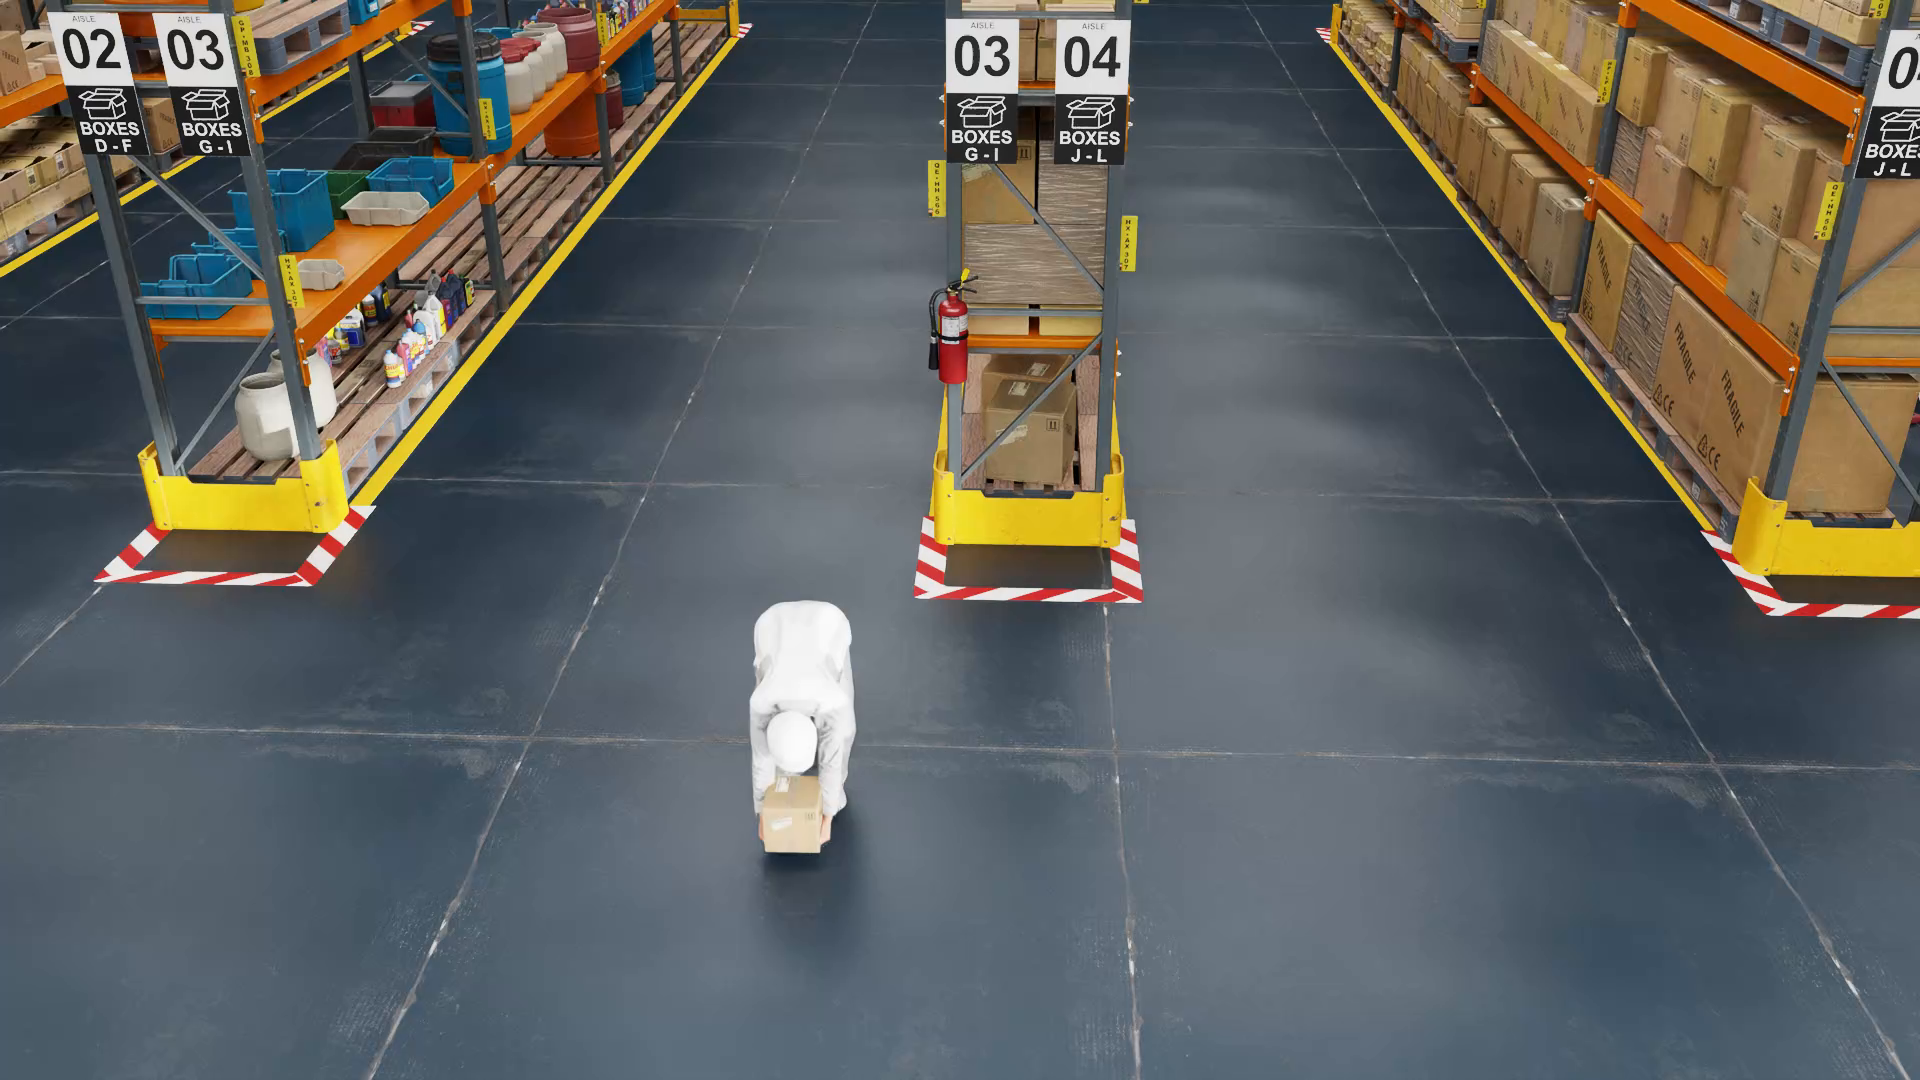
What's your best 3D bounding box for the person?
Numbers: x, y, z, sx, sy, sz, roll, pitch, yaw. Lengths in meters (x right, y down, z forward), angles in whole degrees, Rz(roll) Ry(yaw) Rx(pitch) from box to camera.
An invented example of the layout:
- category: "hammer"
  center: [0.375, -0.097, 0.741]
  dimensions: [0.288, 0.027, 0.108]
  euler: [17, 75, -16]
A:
- category: "person"
  center: [-0.731, 0.872, 7.751]
  dimensions: [0.482, 1.013, 0.999]
  euler: [0, 28, -1]
